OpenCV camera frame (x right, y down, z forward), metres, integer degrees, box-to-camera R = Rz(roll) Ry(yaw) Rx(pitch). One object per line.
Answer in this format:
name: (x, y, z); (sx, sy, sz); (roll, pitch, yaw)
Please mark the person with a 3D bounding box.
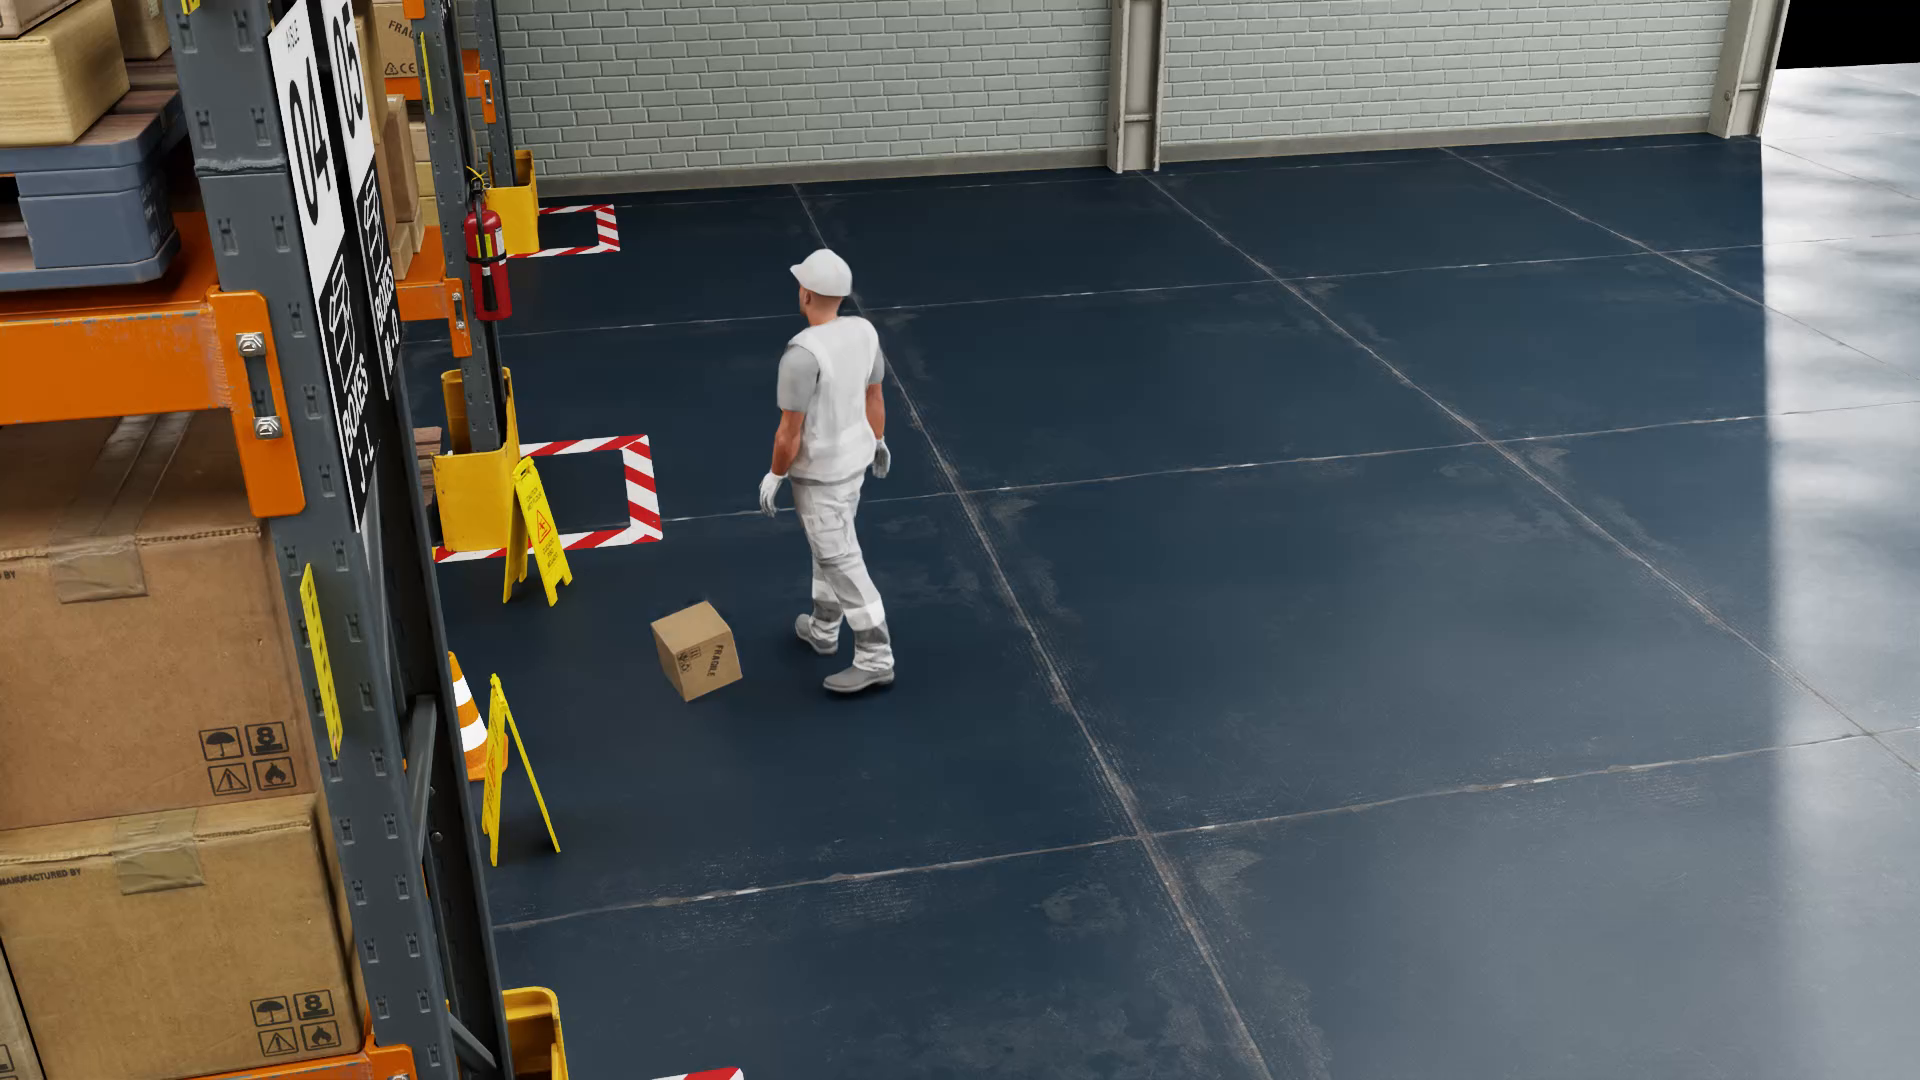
person: (-0.503, -0.294, 6.682); (0.643, 1.784, 0.647); (15, 30, 27)
